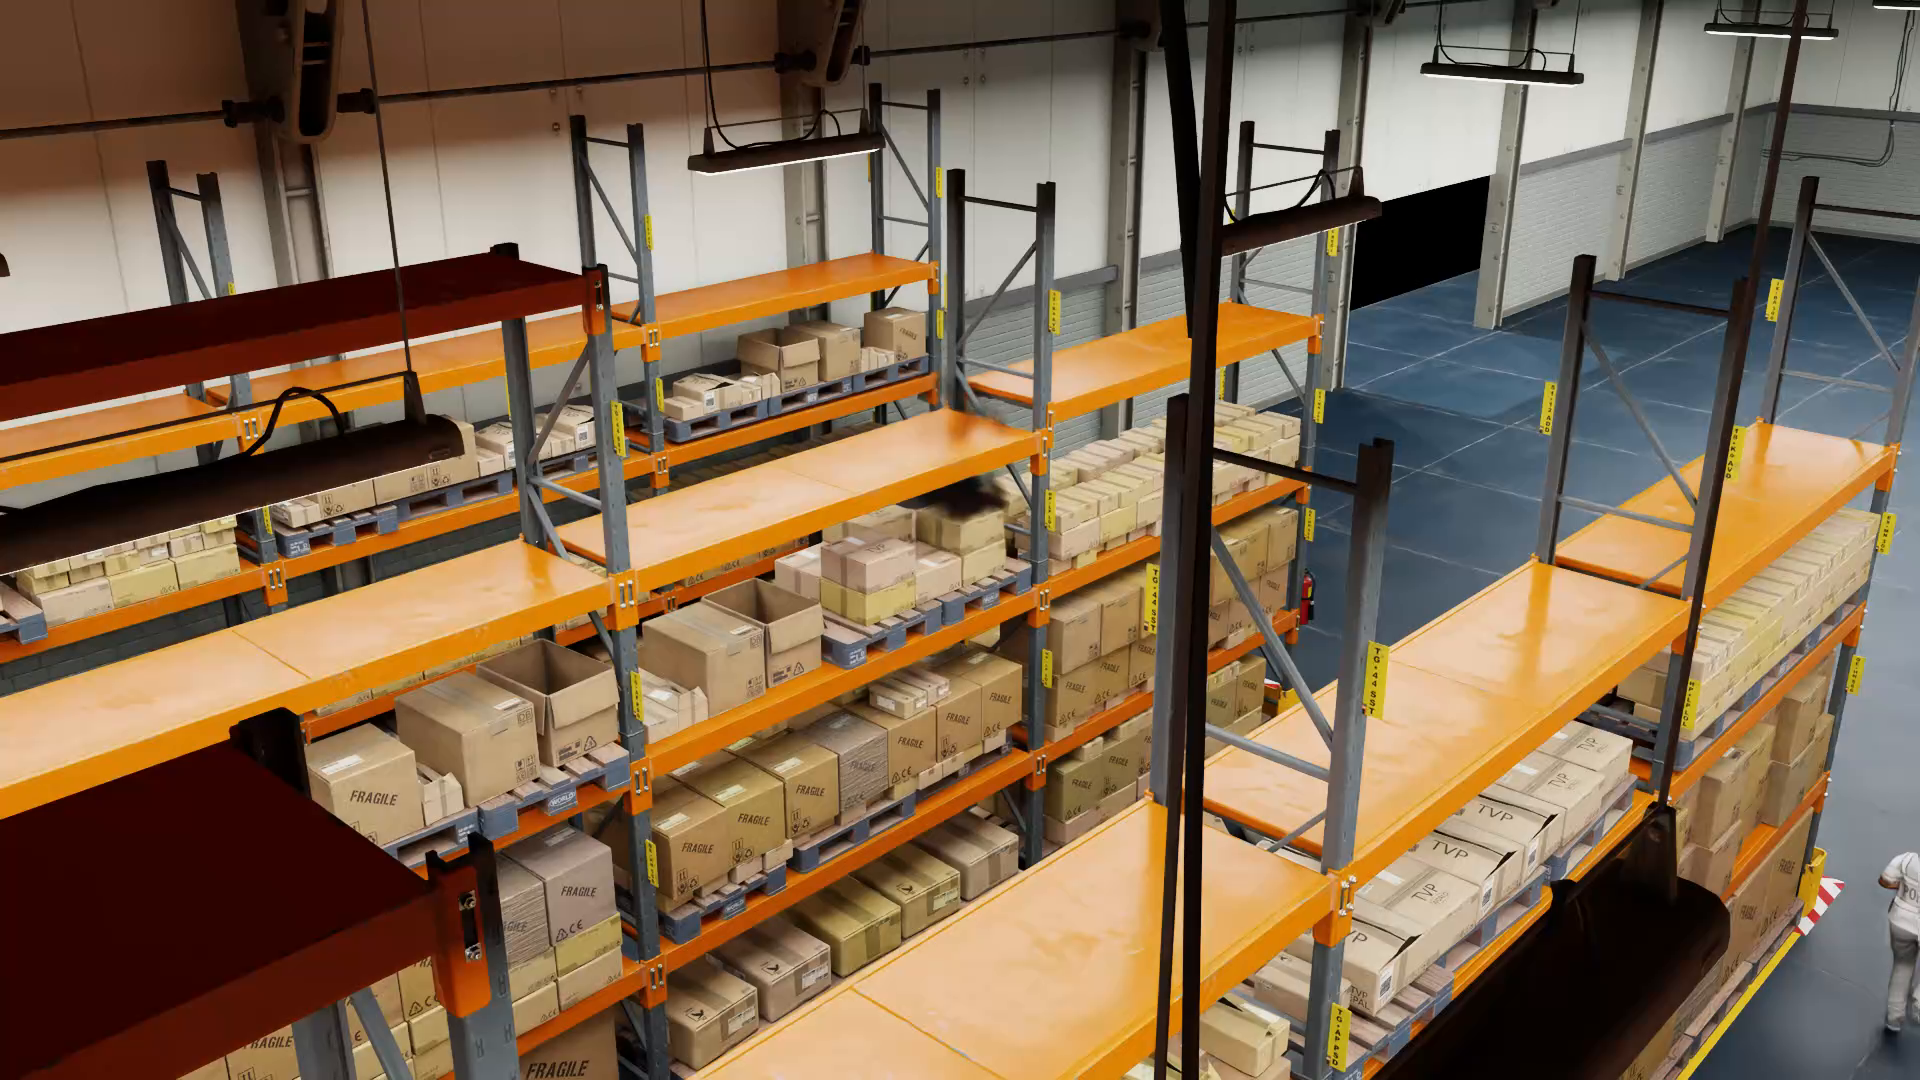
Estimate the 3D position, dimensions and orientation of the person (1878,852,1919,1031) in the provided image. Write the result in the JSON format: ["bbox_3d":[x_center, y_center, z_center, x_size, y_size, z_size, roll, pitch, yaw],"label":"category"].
[{"bbox_3d":[7.144,2.874,12.367,0.665,1.638,0.597,20,29,41],"label":"person"}]
